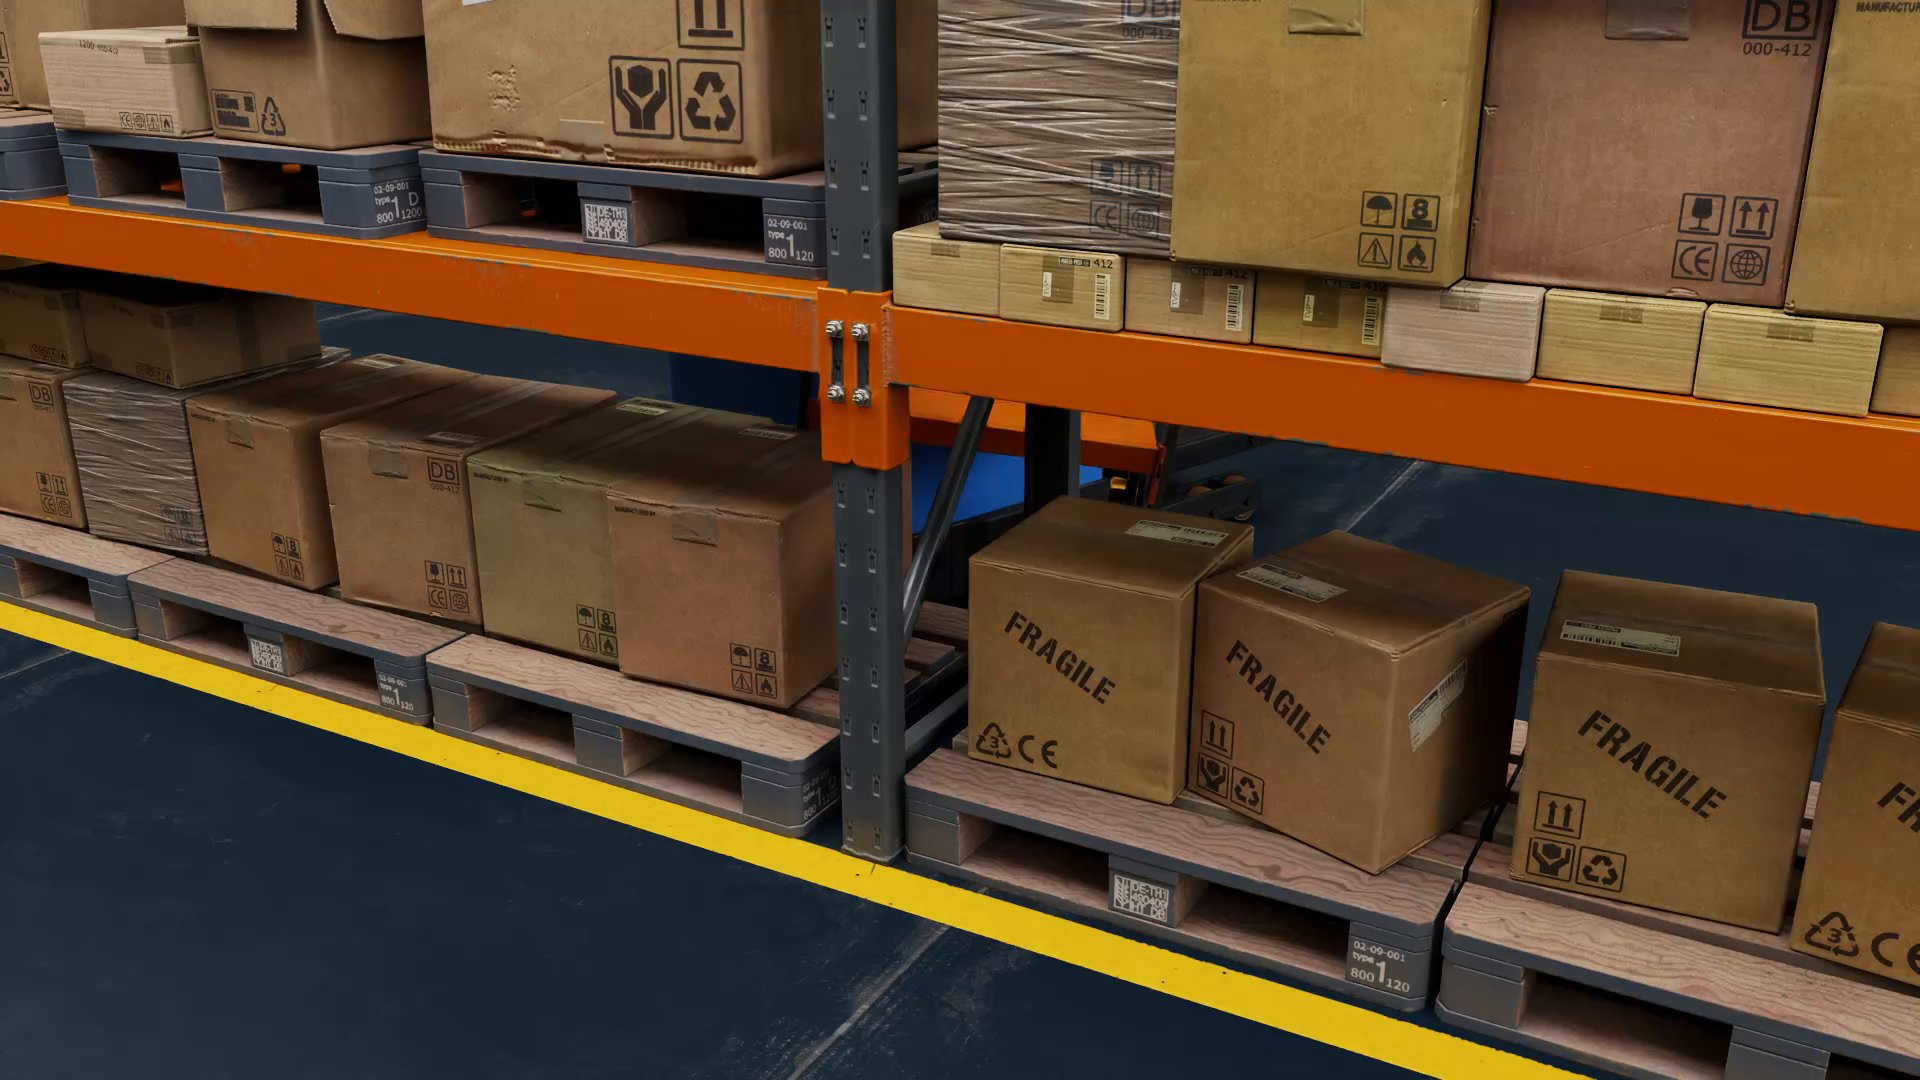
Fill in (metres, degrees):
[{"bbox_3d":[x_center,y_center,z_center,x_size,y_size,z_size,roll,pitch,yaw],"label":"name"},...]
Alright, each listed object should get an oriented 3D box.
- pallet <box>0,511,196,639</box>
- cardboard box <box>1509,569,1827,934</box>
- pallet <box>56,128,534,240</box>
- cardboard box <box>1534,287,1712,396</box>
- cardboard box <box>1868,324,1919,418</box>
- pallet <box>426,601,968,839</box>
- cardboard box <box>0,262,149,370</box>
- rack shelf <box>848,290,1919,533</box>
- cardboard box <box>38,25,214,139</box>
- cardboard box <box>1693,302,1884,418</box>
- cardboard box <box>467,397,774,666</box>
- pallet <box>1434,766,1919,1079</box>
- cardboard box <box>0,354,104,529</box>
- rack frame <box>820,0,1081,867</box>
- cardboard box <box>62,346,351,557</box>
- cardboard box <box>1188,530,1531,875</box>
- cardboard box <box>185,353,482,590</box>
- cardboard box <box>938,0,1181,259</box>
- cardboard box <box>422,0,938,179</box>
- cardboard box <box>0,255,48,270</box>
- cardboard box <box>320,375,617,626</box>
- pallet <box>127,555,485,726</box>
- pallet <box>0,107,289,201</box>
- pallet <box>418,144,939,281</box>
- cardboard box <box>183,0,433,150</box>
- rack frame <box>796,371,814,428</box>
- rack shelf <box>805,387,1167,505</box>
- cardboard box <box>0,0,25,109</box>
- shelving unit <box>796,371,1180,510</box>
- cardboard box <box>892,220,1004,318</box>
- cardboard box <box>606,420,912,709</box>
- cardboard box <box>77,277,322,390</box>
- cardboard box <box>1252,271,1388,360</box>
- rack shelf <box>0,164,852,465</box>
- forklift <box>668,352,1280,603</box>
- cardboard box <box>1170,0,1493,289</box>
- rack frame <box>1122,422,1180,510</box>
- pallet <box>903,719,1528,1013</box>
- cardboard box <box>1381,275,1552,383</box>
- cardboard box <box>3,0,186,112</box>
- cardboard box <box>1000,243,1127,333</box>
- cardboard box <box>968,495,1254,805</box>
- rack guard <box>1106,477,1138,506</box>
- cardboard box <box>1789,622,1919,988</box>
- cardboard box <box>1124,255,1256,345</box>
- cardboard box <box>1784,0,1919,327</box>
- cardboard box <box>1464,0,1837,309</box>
[{"bbox_3d":[-2.788,-0.045,5.679,1.213,0.211,1.003,11,23,27],"label":"pallet"},{"bbox_3d":[1.437,0.408,3.391,0.500,0.500,0.500,9,22,23],"label":"cardboard box"},{"bbox_3d":[-1.721,-1.079,4.722,1.213,0.211,1.003,11,23,27],"label":"pallet"},{"bbox_3d":[1.167,-0.377,2.874,0.250,0.149,0.380,11,23,27],"label":"cardboard box"},{"bbox_3d":[1.620,-0.304,2.673,0.250,0.149,0.380,11,23,27],"label":"cardboard box"},{"bbox_3d":[-0.658,0.361,4.561,1.213,0.211,1.003,11,23,27],"label":"pallet"},{"bbox_3d":[-2.870,-0.768,5.504,0.500,0.250,0.500,12,23,29],"label":"cardboard box"},{"bbox_3d":[1.769,-0.150,2.935,4.000,0.370,1.077,11,23,27],"label":"rack shelf"},{"bbox_3d":[-2.118,-1.266,4.560,0.500,0.250,0.500,10,22,26],"label":"cardboard box"},{"bbox_3d":[1.380,-0.332,2.750,0.250,0.149,0.380,11,23,27],"label":"cardboard box"},{"bbox_3d":[-0.910,-0.046,4.614,0.500,0.500,0.700,11,22,27],"label":"cardboard box"},{"bbox_3d":[1.696,0.794,3.368,1.213,0.211,1.003,11,23,27],"label":"pallet"},{"bbox_3d":[-2.875,-0.412,5.624,0.500,0.500,0.700,10,22,24],"label":"cardboard box"},{"bbox_3d":[0.023,-0.821,3.730,0.127,3.000,1.000,11,23,27],"label":"rack frame"},{"bbox_3d":[-2.384,-0.324,5.380,0.500,0.500,0.700,9,22,23],"label":"cardboard box"},{"bbox_3d":[0.856,0.328,3.612,0.500,0.500,0.500,-17,26,-39],"label":"cardboard box"},{"bbox_3d":[-1.886,-0.232,5.126,0.500,0.500,0.700,13,24,32],"label":"cardboard box"},{"bbox_3d":[0.385,-0.915,3.405,0.500,0.500,0.875,11,23,27],"label":"cardboard box"},{"bbox_3d":[-0.603,-1.474,4.035,1.000,1.000,1.000,11,23,28],"label":"cardboard box"},{"bbox_3d":[-4.062,-0.806,6.188,0.875,0.875,1.225,10,22,25],"label":"cardboard box"},{"bbox_3d":[-1.399,-0.139,4.870,0.500,0.500,0.700,9,22,23],"label":"cardboard box"},{"bbox_3d":[-1.727,0.158,5.119,1.213,0.211,1.003,11,23,27],"label":"pallet"},{"bbox_3d":[-2.795,-1.309,5.357,1.003,0.211,1.213,11,23,27],"label":"pallet"},{"bbox_3d":[-0.574,-0.901,4.232,1.213,0.211,1.003,11,23,27],"label":"pallet"},{"bbox_3d":[-1.536,-1.328,4.359,0.637,0.503,0.797,13,24,33],"label":"cardboard box"},{"bbox_3d":[-0.406,-0.594,4.725,0.032,1.500,0.500,8,32,-3],"label":"rack frame"},{"bbox_3d":[0.072,-0.376,4.844,1.000,0.185,0.538,8,32,-3],"label":"rack shelf"},{"bbox_3d":[-2.978,-1.653,5.260,0.500,0.500,0.500,8,21,21],"label":"cardboard box"},{"bbox_3d":[0.088,-0.529,4.750,1.083,1.500,0.587,8,32,-3],"label":"shelving unit"},{"bbox_3d":[0.064,-0.578,3.427,0.250,0.149,0.380,11,23,27],"label":"cardboard box"},{"bbox_3d":[-0.503,0.039,4.380,0.500,0.500,0.700,9,22,23],"label":"cardboard box"},{"bbox_3d":[-2.402,-0.683,5.269,0.500,0.250,0.500,14,24,33],"label":"cardboard box"},{"bbox_3d":[0.730,-0.460,3.103,0.250,0.149,0.380,11,23,27],"label":"cardboard box"},{"bbox_3d":[-1.723,-0.815,4.769,4.000,0.370,1.077,11,23,27],"label":"rack shelf"},{"bbox_3d":[0.468,-1.521,5.759,3.031,2.935,1.130,-17,26,-39],"label":"forklift"},{"bbox_3d":[0.805,-0.821,3.147,0.500,0.500,0.875,11,23,27],"label":"cardboard box"},{"bbox_3d":[0.600,-0.461,4.776,0.032,1.500,0.500,8,32,-3],"label":"rack frame"},{"bbox_3d":[0.626,0.591,3.926,1.213,0.211,1.003,11,23,27],"label":"pallet"},{"bbox_3d":[0.929,-0.406,2.955,0.250,0.149,0.380,11,23,27],"label":"cardboard box"},{"bbox_3d":[-2.442,-1.590,5.086,0.500,0.500,0.700,15,25,35],"label":"cardboard box"},{"bbox_3d":[0.276,-0.532,3.302,0.250,0.149,0.380,11,23,27],"label":"cardboard box"},{"bbox_3d":[0.352,0.235,3.868,0.500,0.500,0.500,10,22,26],"label":"cardboard box"},{"bbox_3d":[0.495,0.062,5.101,0.087,0.250,0.587,8,32,-3],"label":"rack guard"},{"bbox_3d":[1.902,0.514,3.099,0.500,0.500,0.500,13,24,32],"label":"cardboard box"},{"bbox_3d":[0.507,-0.499,3.210,0.250,0.149,0.380,11,23,27],"label":"cardboard box"},{"bbox_3d":[1.707,-0.672,2.737,0.500,0.500,0.875,11,23,27],"label":"cardboard box"},{"bbox_3d":[1.290,-0.768,3.000,0.500,0.500,0.875,11,23,27],"label":"cardboard box"}]
